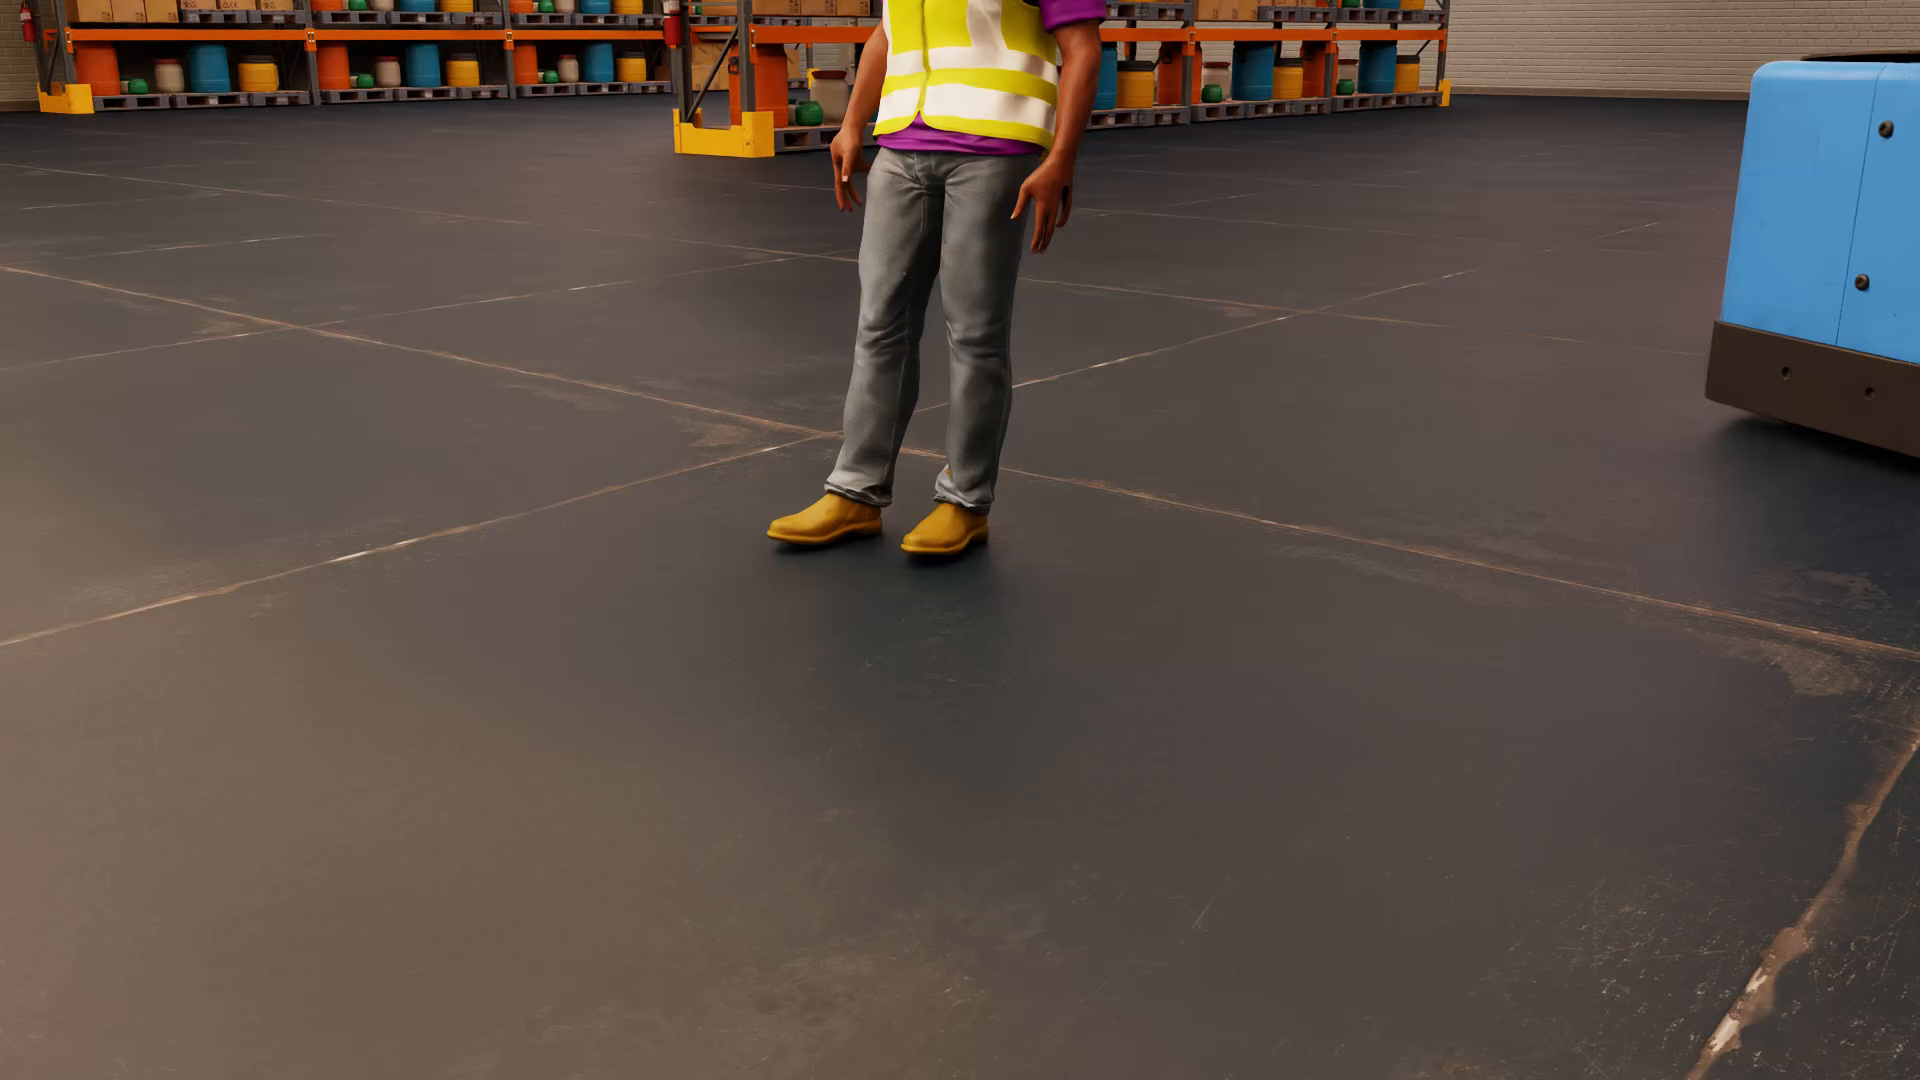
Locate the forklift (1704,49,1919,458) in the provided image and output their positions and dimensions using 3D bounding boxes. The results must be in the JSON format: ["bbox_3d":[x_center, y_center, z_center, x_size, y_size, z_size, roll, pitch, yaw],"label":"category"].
[{"bbox_3d":[3.879,-1.778,4.751,3.031,2.935,1.130,-5,18,-17],"label":"forklift"}]

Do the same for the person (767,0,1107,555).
[{"bbox_3d":[-0.049,-0.838,3.636,0.666,1.765,0.577,13,21,37],"label":"person"}]
